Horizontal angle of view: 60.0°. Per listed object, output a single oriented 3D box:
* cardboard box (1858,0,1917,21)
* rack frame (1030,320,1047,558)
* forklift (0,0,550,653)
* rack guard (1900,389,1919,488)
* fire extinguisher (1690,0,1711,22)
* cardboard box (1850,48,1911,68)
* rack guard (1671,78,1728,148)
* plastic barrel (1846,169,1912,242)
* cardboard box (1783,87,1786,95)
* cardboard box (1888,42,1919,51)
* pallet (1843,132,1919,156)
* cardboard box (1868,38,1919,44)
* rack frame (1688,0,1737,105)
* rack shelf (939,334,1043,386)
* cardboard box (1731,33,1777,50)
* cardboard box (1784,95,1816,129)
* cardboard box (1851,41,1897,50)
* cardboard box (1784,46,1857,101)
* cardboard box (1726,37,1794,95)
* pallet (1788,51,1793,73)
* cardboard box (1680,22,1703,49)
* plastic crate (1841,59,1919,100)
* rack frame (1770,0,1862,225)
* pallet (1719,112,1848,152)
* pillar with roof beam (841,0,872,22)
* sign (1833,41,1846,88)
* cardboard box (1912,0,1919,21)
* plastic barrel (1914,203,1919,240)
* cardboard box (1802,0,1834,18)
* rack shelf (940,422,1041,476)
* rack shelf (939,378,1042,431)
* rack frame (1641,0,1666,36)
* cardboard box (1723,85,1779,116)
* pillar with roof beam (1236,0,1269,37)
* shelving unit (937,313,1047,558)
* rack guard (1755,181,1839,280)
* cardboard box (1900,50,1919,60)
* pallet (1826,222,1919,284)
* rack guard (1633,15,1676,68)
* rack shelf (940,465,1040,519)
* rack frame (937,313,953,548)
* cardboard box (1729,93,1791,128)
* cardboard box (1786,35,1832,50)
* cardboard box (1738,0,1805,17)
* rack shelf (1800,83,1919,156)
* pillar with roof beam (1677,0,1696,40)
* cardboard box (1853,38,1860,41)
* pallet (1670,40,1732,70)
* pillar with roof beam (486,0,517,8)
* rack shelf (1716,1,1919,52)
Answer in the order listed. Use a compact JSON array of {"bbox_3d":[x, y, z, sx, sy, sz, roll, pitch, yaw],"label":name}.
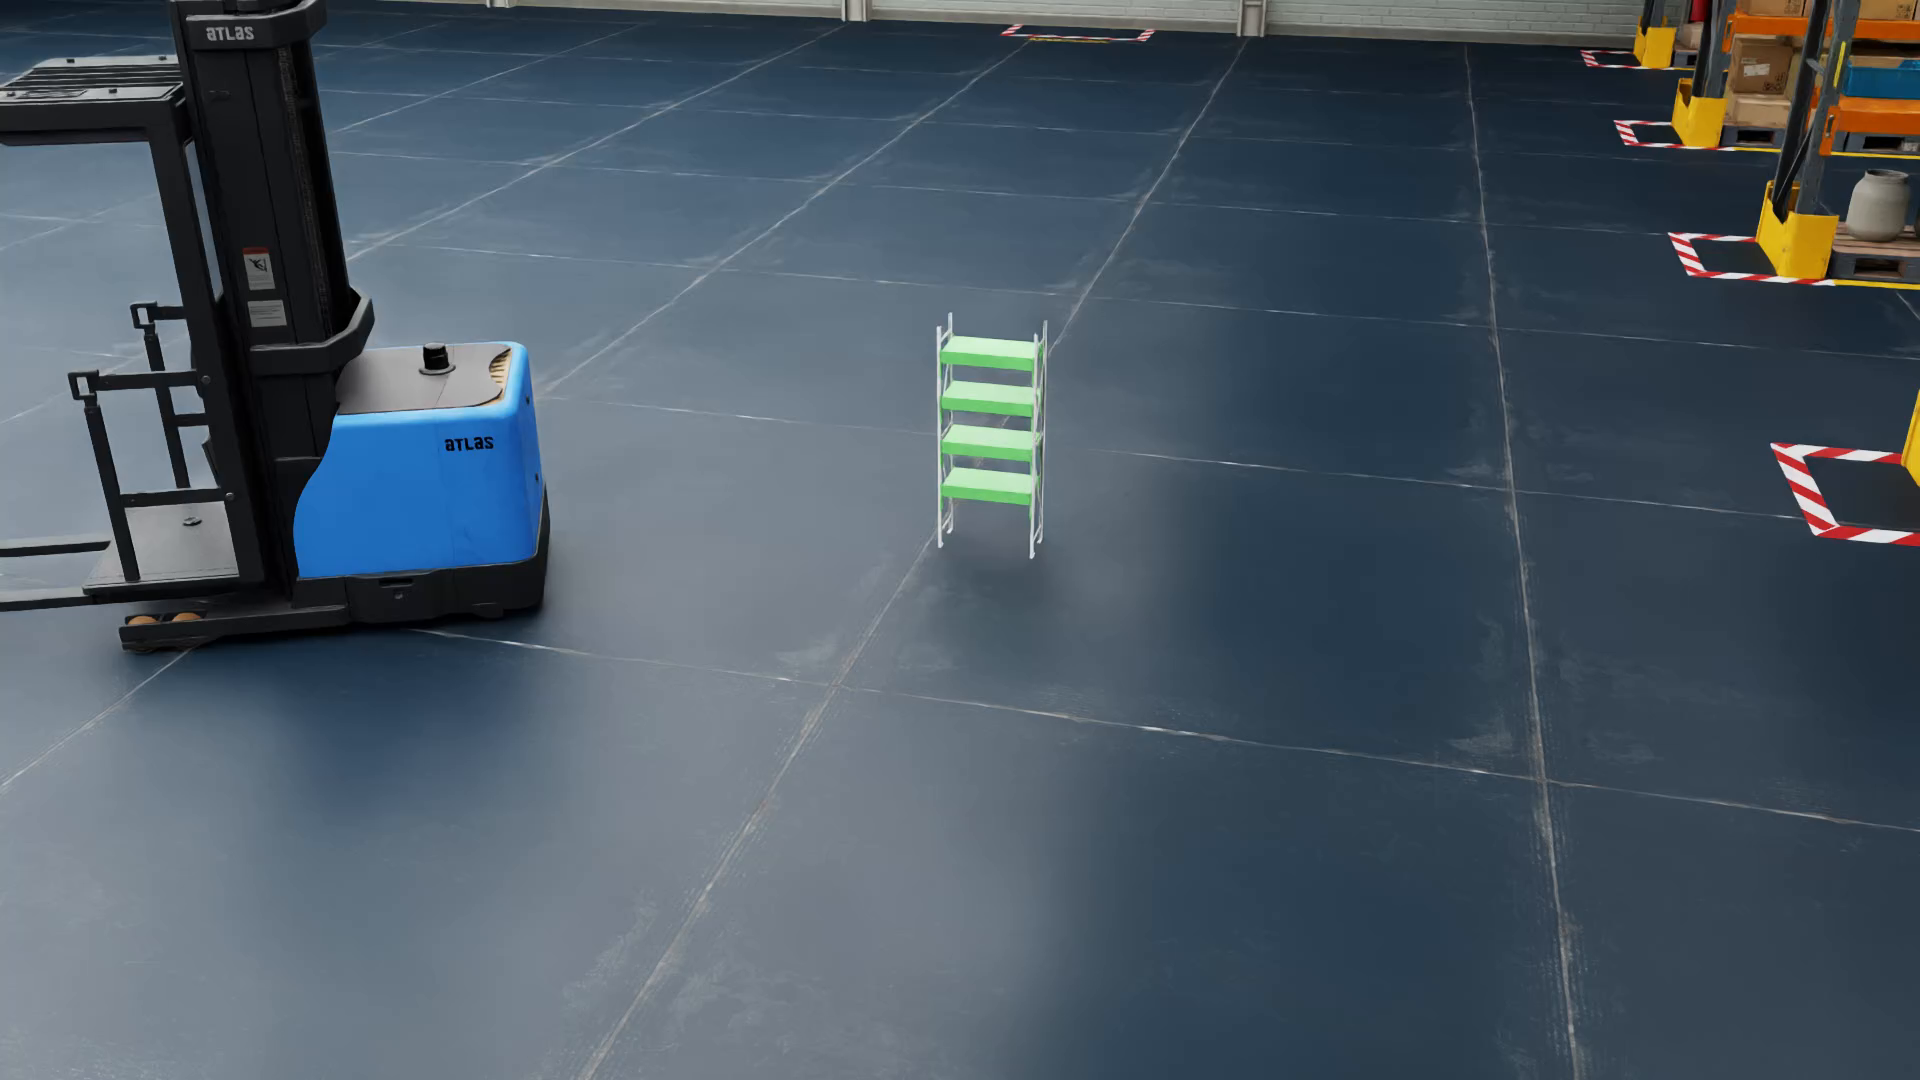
[{"bbox_3d":[9.358,-5.582,16.869,0.500,0.500,0.700,6,26,13],"label":"cardboard box"},{"bbox_3d":[0.397,-0.498,8.400,0.015,1.200,0.240,6,26,13],"label":"rack frame"},{"bbox_3d":[-3.574,-1.048,7.542,3.031,2.935,1.130,-4,26,-9],"label":"forklift"},{"bbox_3d":[5.522,-0.442,9.096,0.348,0.500,1.175,6,26,13],"label":"rack guard"},{"bbox_3d":[7.921,-5.873,17.687,0.183,0.674,0.296,6,26,13],"label":"fire extinguisher"},{"bbox_3d":[9.356,-4.738,17.050,0.500,0.500,0.500,6,26,13],"label":"cardboard box"},{"bbox_3d":[7.896,-4.576,17.780,0.348,0.500,1.175,6,26,13],"label":"rack guard"},{"bbox_3d":[7.339,-2.668,13.270,0.421,0.512,0.421,0,25,0],"label":"plastic barrel"},{"bbox_3d":[9.000,-4.667,17.774,0.500,0.250,0.500,6,26,13],"label":"cardboard box"},{"bbox_3d":[9.969,-4.900,17.391,0.500,0.500,0.500,6,26,13],"label":"cardboard box"},{"bbox_3d":[9.848,-4.247,17.425,1.213,0.211,1.003,6,26,13],"label":"pallet"},{"bbox_3d":[12.008,-6.501,21.312,0.500,0.500,0.500,4,26,9],"label":"cardboard box"},{"bbox_3d":[7.919,-5.702,17.237,0.127,3.000,1.000,6,26,13],"label":"rack frame"},{"bbox_3d":[0.160,-0.900,8.276,0.480,0.148,0.258,6,26,13],"label":"rack shelf"},{"bbox_3d":[10.349,-6.577,21.691,0.500,0.311,0.500,9,27,17],"label":"cardboard box"},{"bbox_3d":[8.869,-4.448,17.314,0.500,0.250,0.500,6,26,13],"label":"cardboard box"},{"bbox_3d":[9.485,-4.954,17.505,0.500,0.500,0.500,6,26,13],"label":"cardboard box"},{"bbox_3d":[8.868,-4.786,17.151,0.500,0.500,0.500,6,26,13],"label":"cardboard box"},{"bbox_3d":[8.513,-5.055,17.717,0.500,0.500,0.500,6,26,13],"label":"cardboard box"},{"bbox_3d":[11.179,-6.264,21.663,1.213,0.211,1.003,6,26,13],"label":"pallet"},{"bbox_3d":[9.797,-6.638,21.819,0.500,0.311,0.500,3,26,7],"label":"cardboard box"},{"bbox_3d":[7.241,-3.644,13.088,0.616,0.251,0.499,6,26,13],"label":"plastic crate"},{"bbox_3d":[6.682,-3.640,12.907,0.127,3.000,1.000,6,26,13],"label":"rack frame"},{"bbox_3d":[8.670,-4.379,17.702,1.213,0.211,1.003,6,26,13],"label":"pallet"},{"bbox_3d":[-2.651,-10.251,19.813,0.400,9.000,9.100,6,26,13],"label":"pillar with roof beam"},{"bbox_3d":[6.541,-3.537,12.367,0.005,0.325,0.100,6,26,13],"label":"sign"},{"bbox_3d":[9.868,-5.527,16.754,0.500,0.500,0.700,7,26,15],"label":"cardboard box"},{"bbox_3d":[7.824,-2.614,13.158,0.421,0.512,0.421,0,25,0],"label":"plastic barrel"},{"bbox_3d":[8.878,-5.638,16.986,0.500,0.500,0.700,7,26,14],"label":"cardboard box"},{"bbox_3d":[0.160,-0.466,8.482,0.480,0.148,0.258,6,26,13],"label":"rack shelf"},{"bbox_3d":[0.160,-0.683,8.379,0.480,0.148,0.258,6,26,13],"label":"rack shelf"},{"bbox_3d":[9.150,-7.765,21.570,0.127,3.000,1.000,6,26,13],"label":"rack frame"},{"bbox_3d":[8.512,-4.716,17.876,0.500,0.250,0.500,6,26,13],"label":"cardboard box"},{"bbox_3d":[3.160,-9.609,18.464,0.400,9.000,9.100,6,26,13],"label":"pillar with roof beam"},{"bbox_3d":[0.160,-0.524,8.455,0.503,1.200,0.258,6,26,13],"label":"shelving unit"},{"bbox_3d":[6.767,-2.523,13.468,0.348,0.500,1.175,6,26,13],"label":"rack guard"},{"bbox_3d":[9.835,-4.677,16.922,0.500,0.500,0.500,6,26,13],"label":"cardboard box"},{"bbox_3d":[7.553,-2.304,13.343,1.213,0.211,1.003,6,26,13],"label":"pallet"},{"bbox_3d":[9.223,-6.628,22.090,0.348,0.500,1.175,6,26,13],"label":"rack guard"},{"bbox_3d":[0.160,-0.250,8.585,0.480,0.148,0.258,6,26,13],"label":"rack shelf"},{"bbox_3d":[-0.076,-0.550,8.510,0.015,1.200,0.240,6,26,13],"label":"rack frame"},{"bbox_3d":[8.383,-4.500,17.423,0.500,0.250,0.500,6,26,13],"label":"cardboard box"},{"bbox_3d":[11.047,-6.563,21.442,0.500,0.500,0.700,5,26,10],"label":"cardboard box"},{"bbox_3d":[8.368,-5.692,17.100,0.500,0.500,0.700,6,26,13],"label":"cardboard box"},{"bbox_3d":[8.619,-3.101,12.612,4.000,0.370,1.077,6,26,13],"label":"rack shelf"},{"bbox_3d":[8.971,-8.966,17.115,0.400,9.000,9.100,6,26,13],"label":"pillar with roof beam"},{"bbox_3d":[11.479,-6.428,21.566,0.250,0.149,0.380,4,26,9],"label":"cardboard box"},{"bbox_3d":[10.001,-6.396,21.939,1.213,0.211,1.003,6,26,13],"label":"pallet"},{"bbox_3d":[-8.462,-10.894,21.163,0.400,9.000,9.100,6,26,13],"label":"pillar with roof beam"},{"bbox_3d":[9.856,-5.163,16.942,4.000,0.370,1.077,6,26,13],"label":"rack shelf"}]
